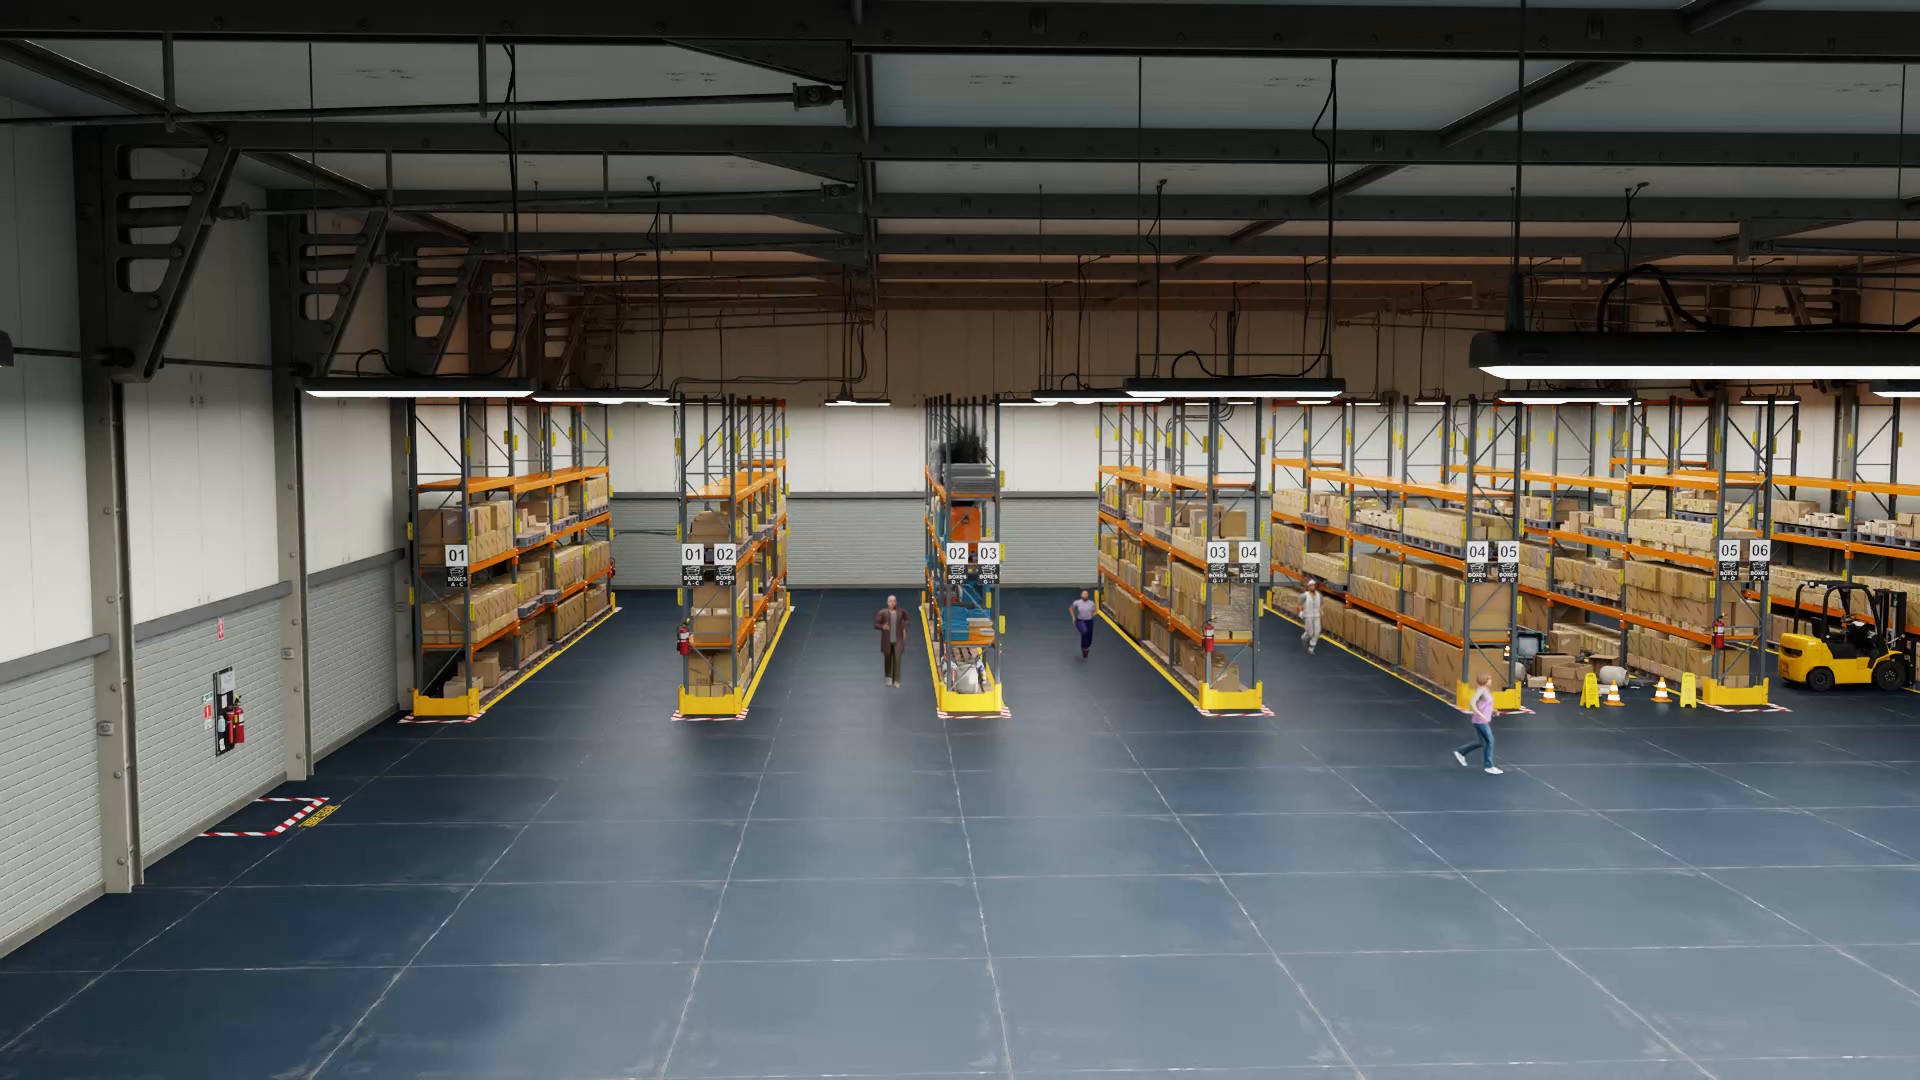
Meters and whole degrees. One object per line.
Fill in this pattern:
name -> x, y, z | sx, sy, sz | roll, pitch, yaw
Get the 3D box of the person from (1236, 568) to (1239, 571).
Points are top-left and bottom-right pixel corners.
person -> 7.599, 1.109, 47.670 | 0.778, 1.768, 0.784 | 2, 5, 26

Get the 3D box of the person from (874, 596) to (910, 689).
person -> -1.307, 1.982, 32.238 | 0.712, 1.804, 0.965 | -1, 5, -7

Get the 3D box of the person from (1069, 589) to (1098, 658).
person -> 2.806, 1.909, 37.486 | 0.608, 1.580, 0.924 | -1, 5, -11

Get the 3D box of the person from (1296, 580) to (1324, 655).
person -> 8.185, 1.801, 38.701 | 0.658, 1.738, 0.601 | -1, 5, -9

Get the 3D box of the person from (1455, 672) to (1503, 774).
person -> 8.158, 2.864, 26.133 | 0.750, 1.586, 0.558 | 2, 5, 25
